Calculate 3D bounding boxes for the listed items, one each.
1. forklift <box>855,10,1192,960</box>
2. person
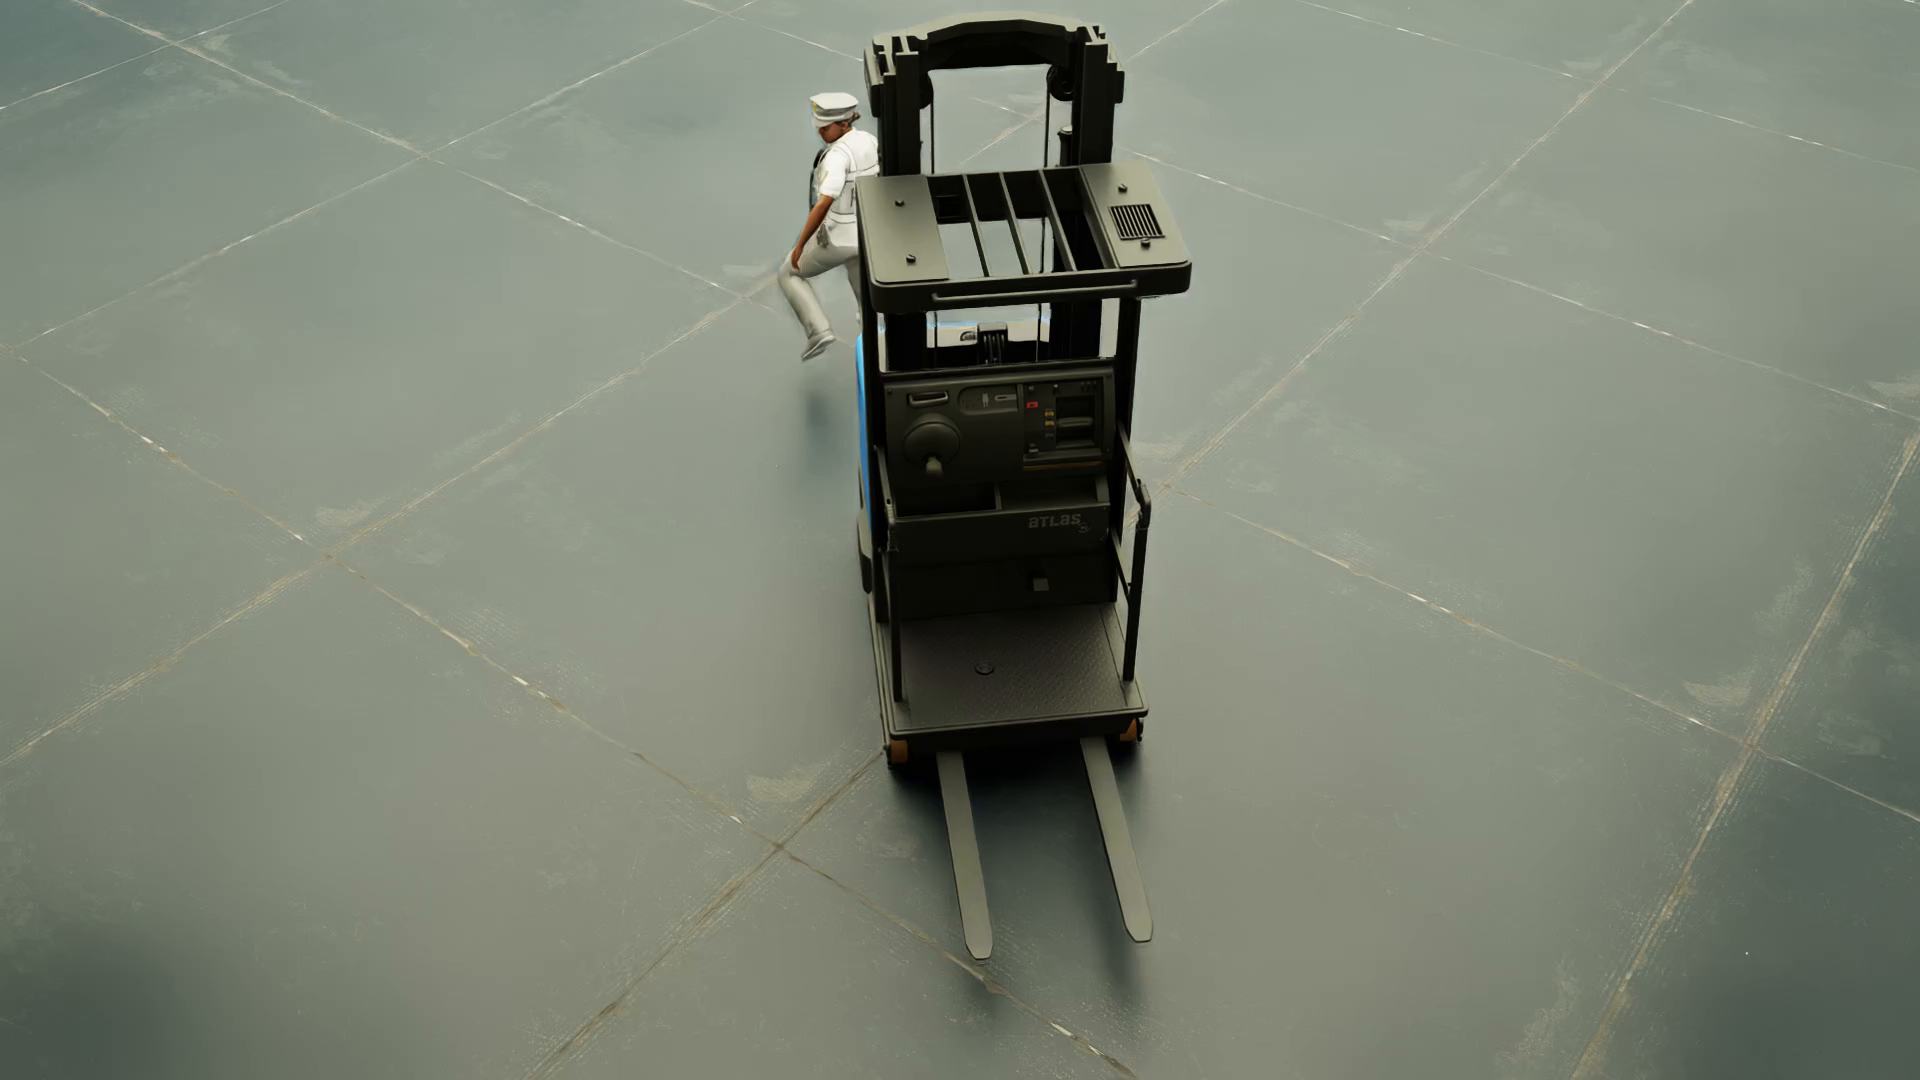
[{"bbox_3d":[0.192,-0.391,6.533,1.130,2.935,3.031,-5,41,-6],"label":"forklift"},{"bbox_3d":[-0.663,-1.732,9.214,0.494,1.552,0.910,32,50,32],"label":"person"}]
